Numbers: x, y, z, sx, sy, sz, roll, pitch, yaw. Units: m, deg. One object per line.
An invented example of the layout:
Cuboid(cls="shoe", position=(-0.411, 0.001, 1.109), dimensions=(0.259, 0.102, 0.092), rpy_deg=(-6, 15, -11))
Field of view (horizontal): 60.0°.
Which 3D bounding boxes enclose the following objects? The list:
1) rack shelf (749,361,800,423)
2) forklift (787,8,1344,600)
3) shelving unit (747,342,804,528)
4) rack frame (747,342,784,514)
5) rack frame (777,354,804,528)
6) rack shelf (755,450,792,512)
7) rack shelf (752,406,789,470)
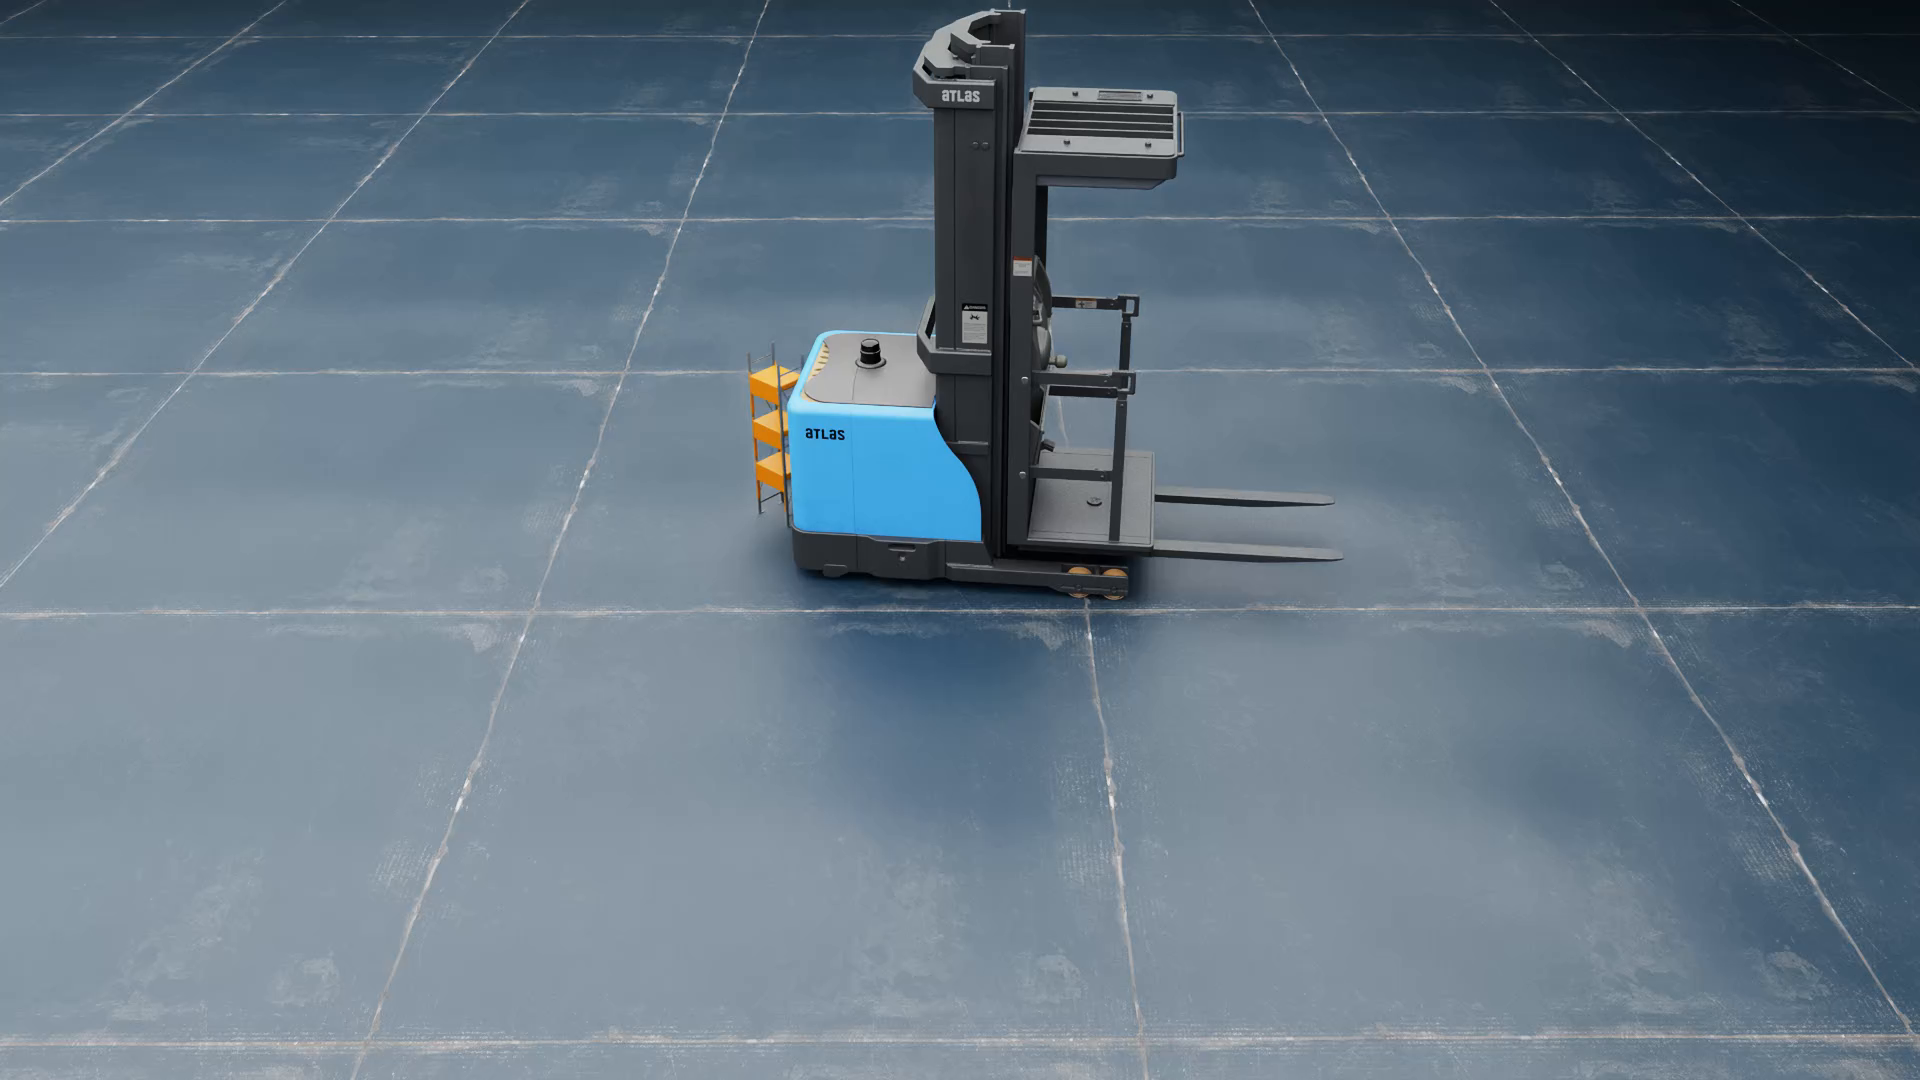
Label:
Cuboid(cls="rack shelf", position=(-1.038, -0.833, 9.473), dimensions=(0.240, 0.259, 0.215), rpy_deg=(25, 39, 35))
Cuboid(cls="forklift", position=(0.620, -1.218, 8.821), dimensions=(3.031, 2.935, 1.130), rpy_deg=(3, 31, 5))
Cuboid(cls="shelving unit", position=(-1.038, -0.599, 9.615), dimensions=(0.252, 1.050, 0.215), rpy_deg=(25, 39, 35))
Cuboid(cls="rack frame", position=(-1.129, -0.642, 9.685), dimensions=(0.008, 1.050, 0.200), rpy_deg=(25, 39, 35))
Cuboid(cls="rack frame", position=(-0.947, -0.557, 9.545), dimensions=(0.008, 1.050, 0.200), rpy_deg=(25, 39, 35))
Cuboid(cls="rack shelf", position=(-1.038, -0.353, 9.765), dimensions=(0.240, 0.259, 0.215), rpy_deg=(25, 39, 35))
Cuboid(cls="rack shelf", position=(-1.038, -0.590, 9.620), dimensions=(0.240, 0.259, 0.215), rpy_deg=(25, 39, 35))
